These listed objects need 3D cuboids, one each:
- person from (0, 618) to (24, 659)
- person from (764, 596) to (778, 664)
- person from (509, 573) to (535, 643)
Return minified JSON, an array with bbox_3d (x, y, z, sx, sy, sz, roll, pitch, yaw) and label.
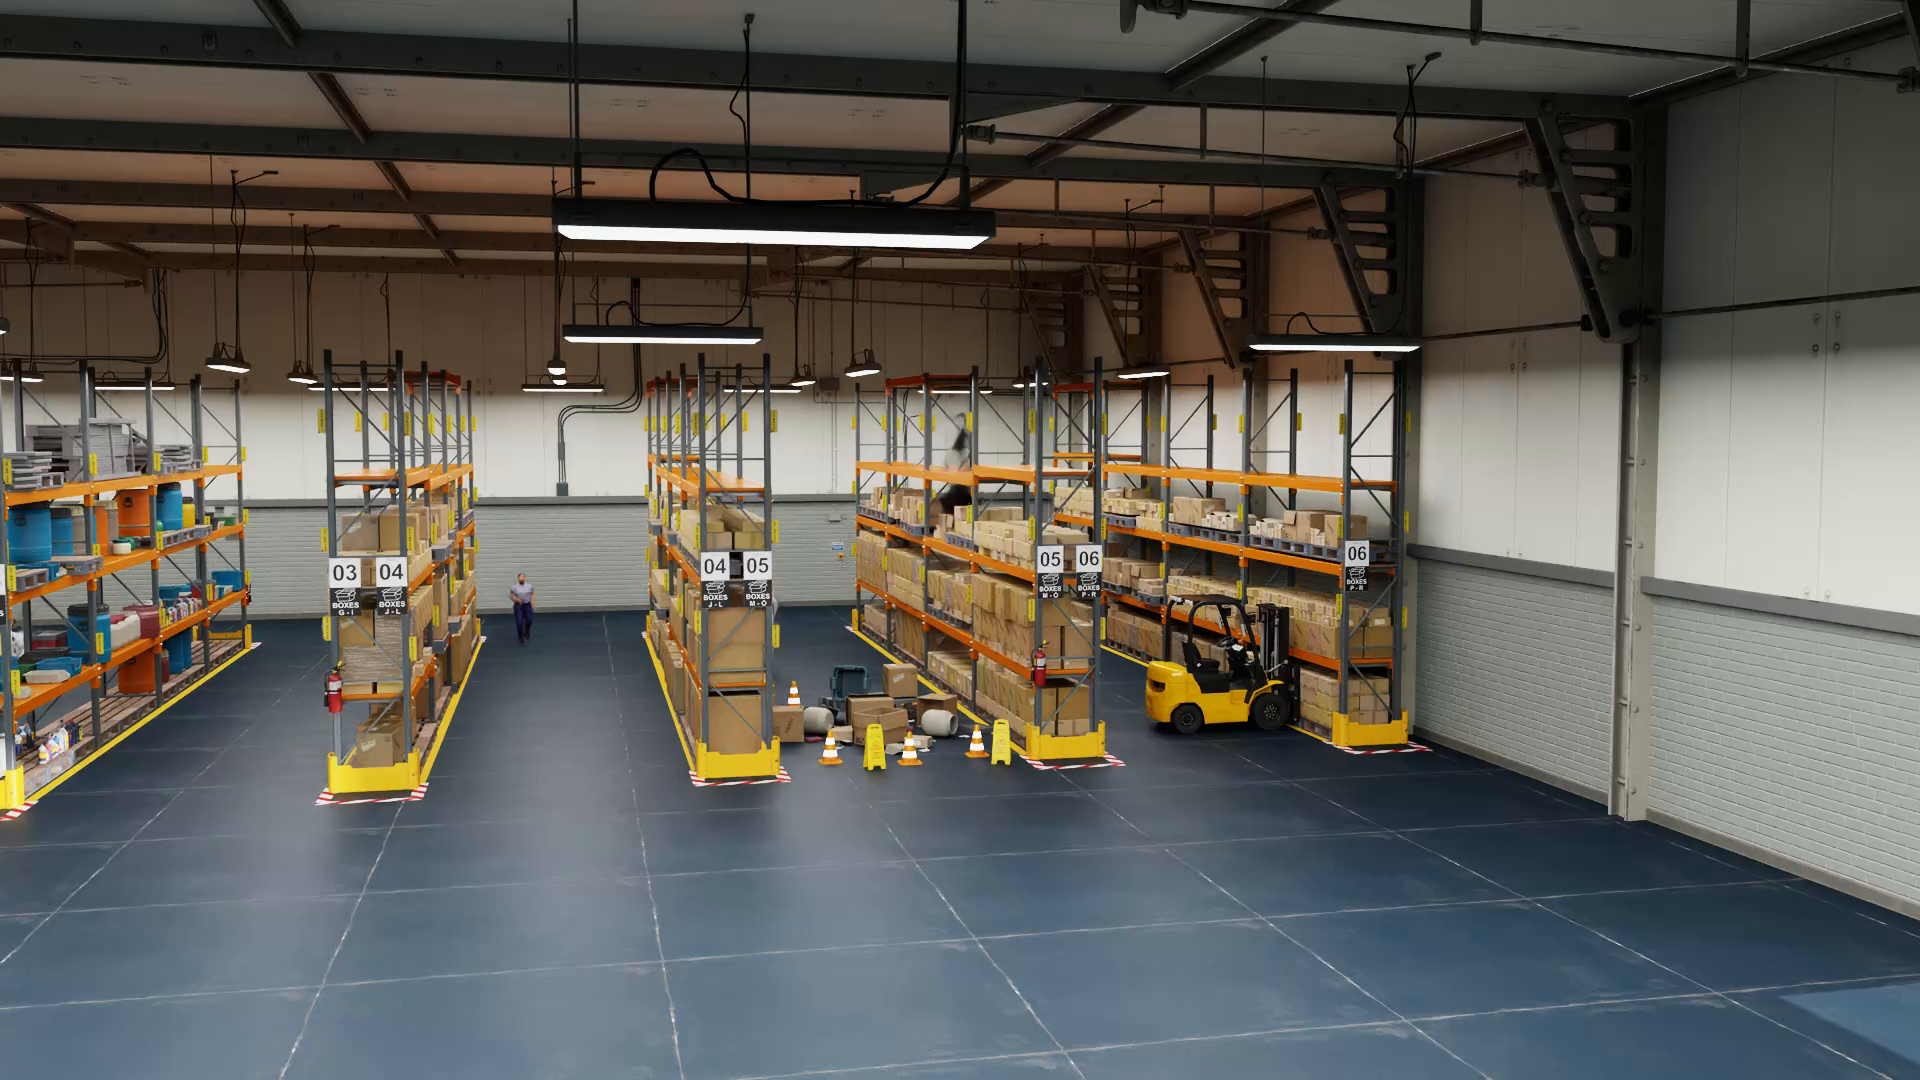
[{"bbox_3d":[-16.648,2.162,29.115,0.616,1.659,0.554,-1,4,-10],"label":"person"},{"bbox_3d":[-4.089,1.776,34.364,0.676,1.782,0.943,-1,4,-13],"label":"person"},{"bbox_3d":[-9.982,1.559,38.019,0.600,1.608,0.539,-2,4,-23],"label":"person"}]
